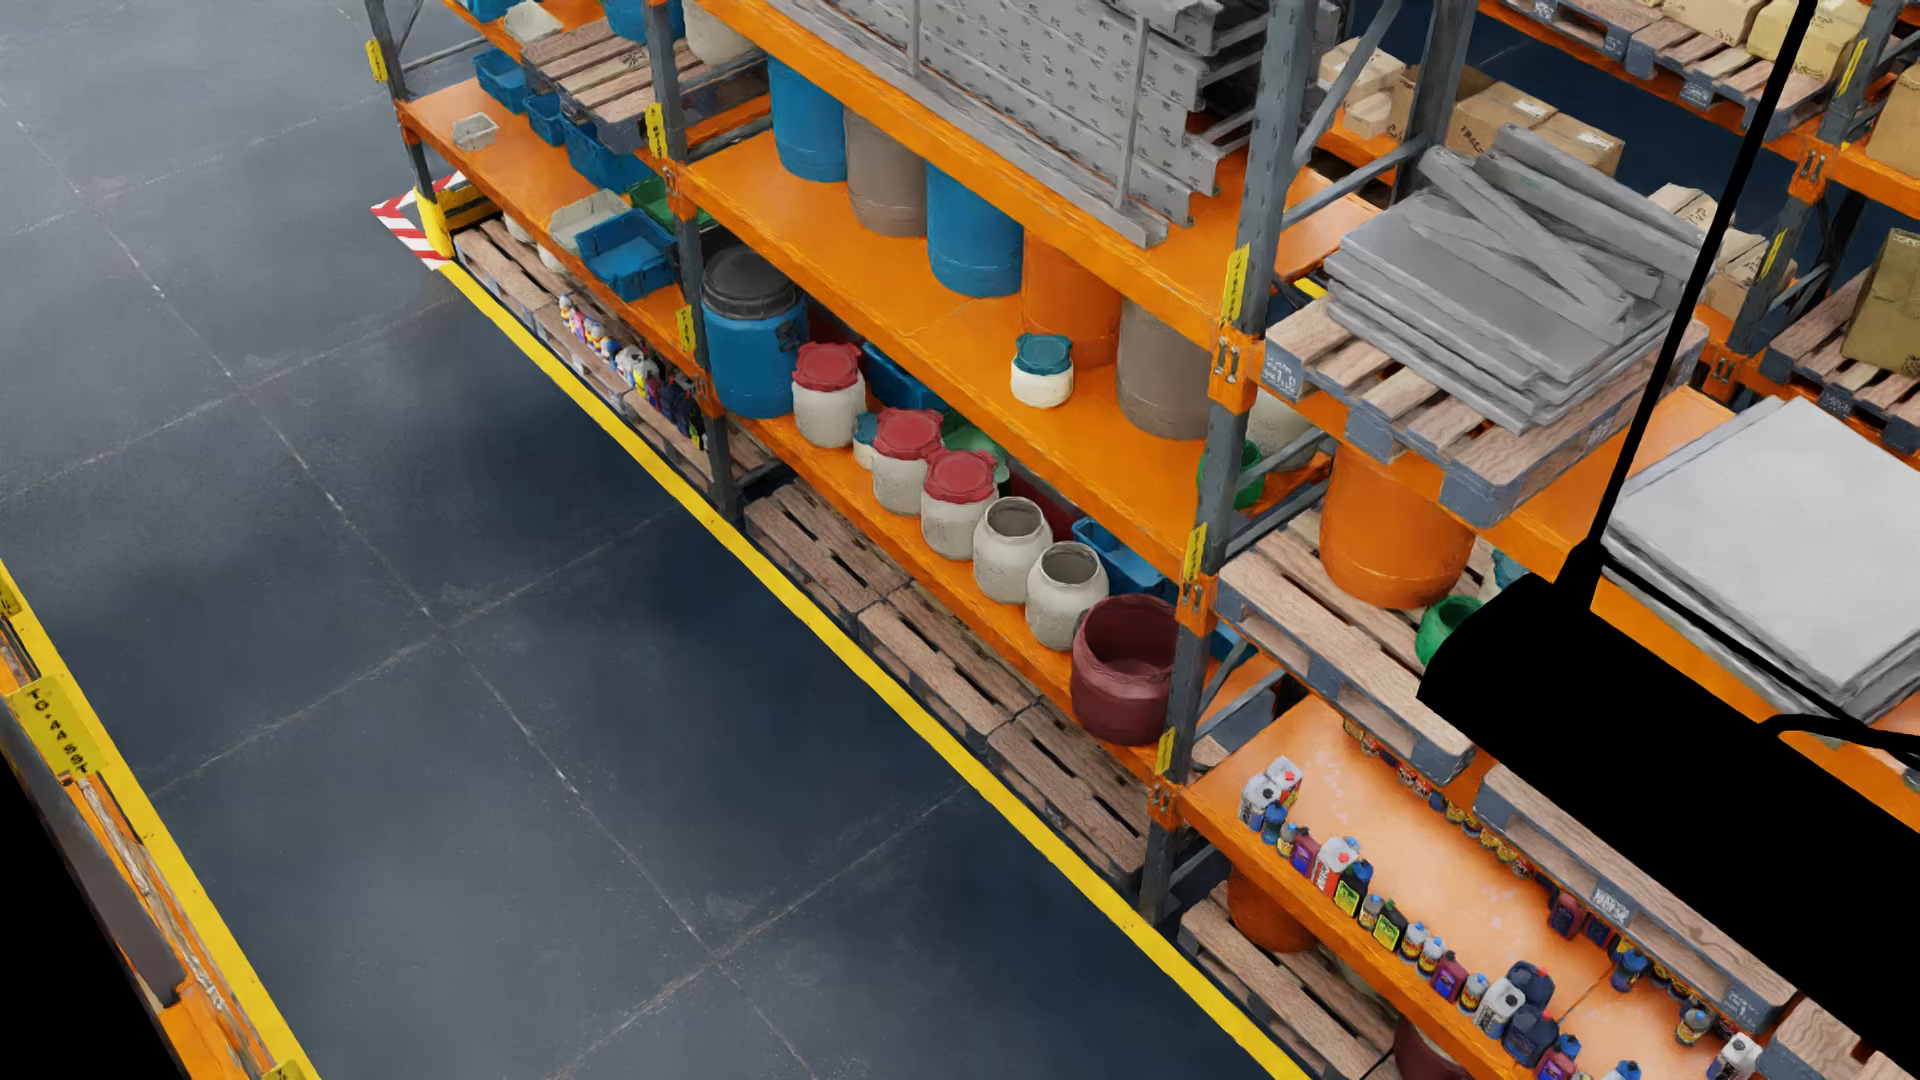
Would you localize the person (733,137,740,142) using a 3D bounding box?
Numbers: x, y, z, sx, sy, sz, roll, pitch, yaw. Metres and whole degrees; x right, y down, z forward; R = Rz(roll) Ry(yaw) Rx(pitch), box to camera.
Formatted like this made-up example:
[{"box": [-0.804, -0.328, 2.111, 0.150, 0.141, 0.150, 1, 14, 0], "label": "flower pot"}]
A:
[{"box": [-1.661, -4.002, 13.669, 0.950, 1.622, 0.481, 20, 50, 18], "label": "person"}]
